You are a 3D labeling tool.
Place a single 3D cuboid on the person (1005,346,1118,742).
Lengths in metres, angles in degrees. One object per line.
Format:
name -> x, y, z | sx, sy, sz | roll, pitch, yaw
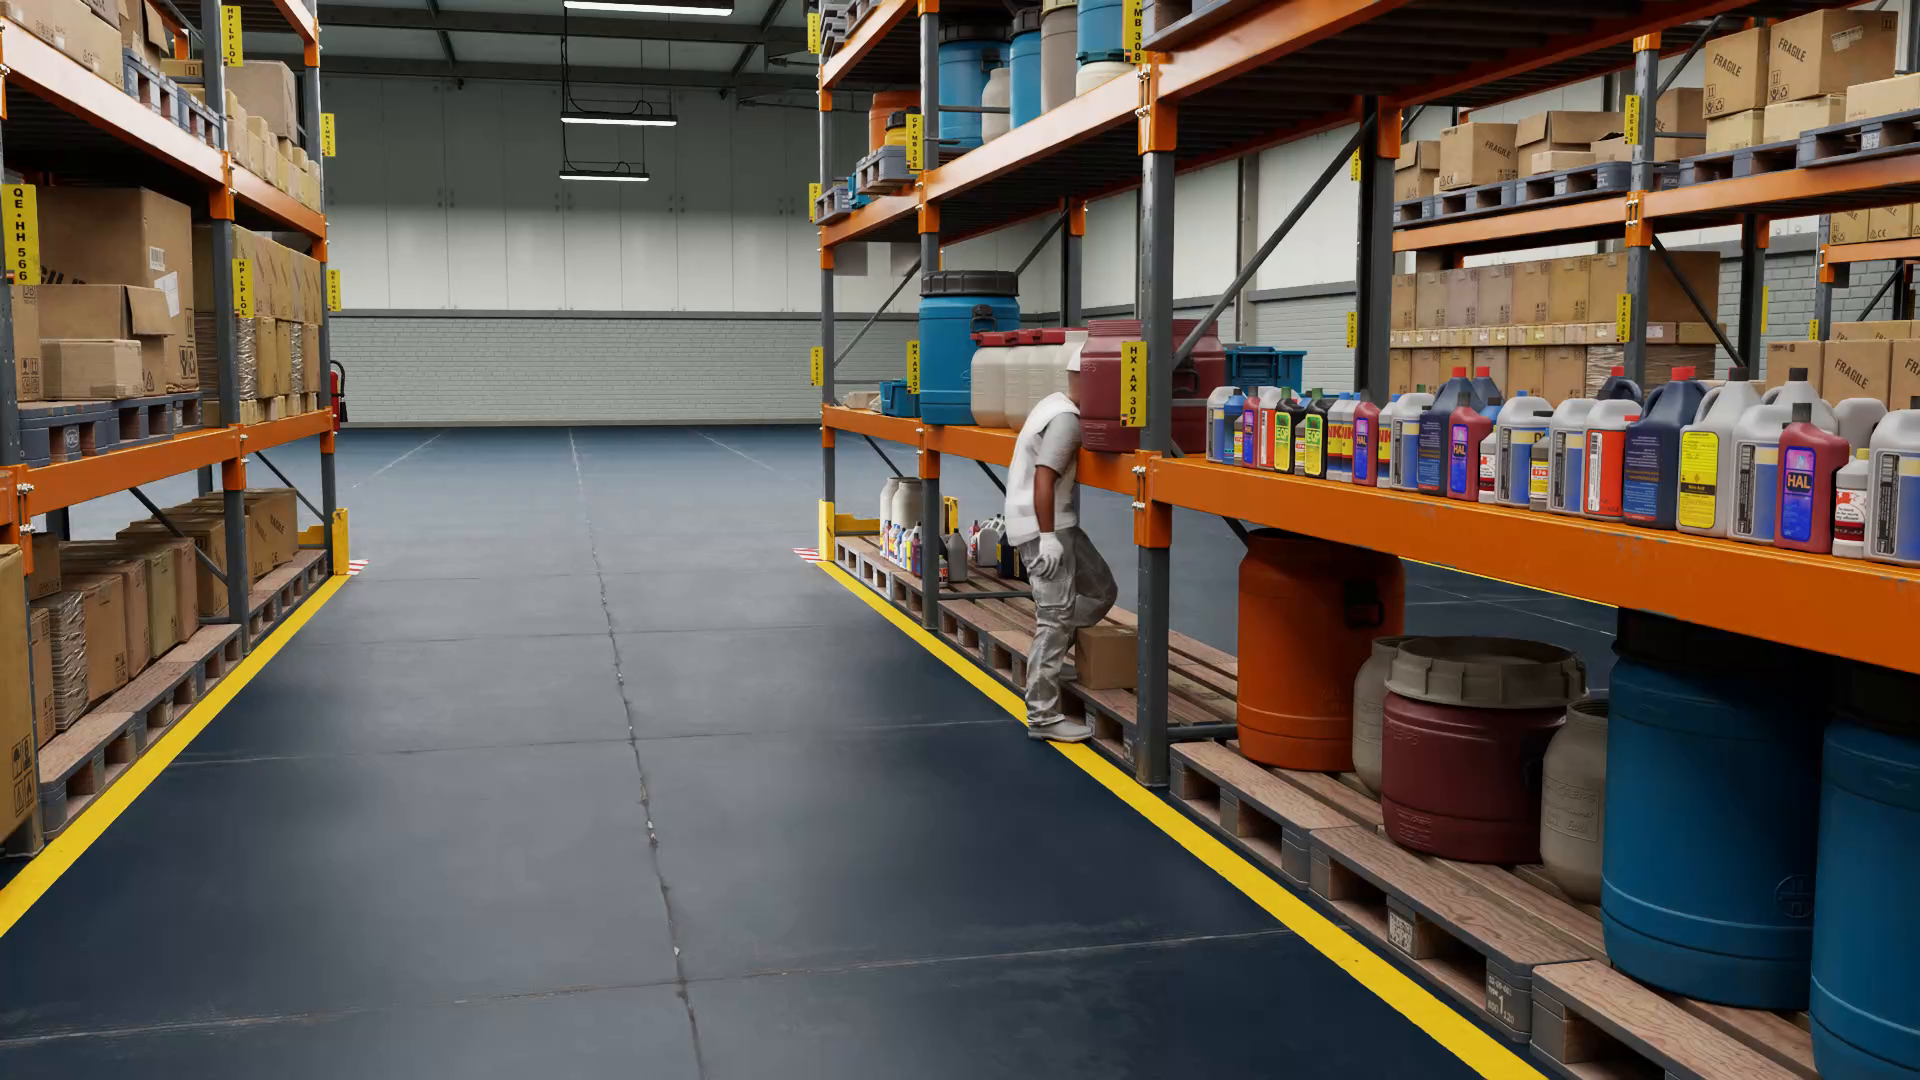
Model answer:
person -> 0.470, -0.002, 7.476 | 0.541, 1.750, 0.617 | 0, 6, 3
